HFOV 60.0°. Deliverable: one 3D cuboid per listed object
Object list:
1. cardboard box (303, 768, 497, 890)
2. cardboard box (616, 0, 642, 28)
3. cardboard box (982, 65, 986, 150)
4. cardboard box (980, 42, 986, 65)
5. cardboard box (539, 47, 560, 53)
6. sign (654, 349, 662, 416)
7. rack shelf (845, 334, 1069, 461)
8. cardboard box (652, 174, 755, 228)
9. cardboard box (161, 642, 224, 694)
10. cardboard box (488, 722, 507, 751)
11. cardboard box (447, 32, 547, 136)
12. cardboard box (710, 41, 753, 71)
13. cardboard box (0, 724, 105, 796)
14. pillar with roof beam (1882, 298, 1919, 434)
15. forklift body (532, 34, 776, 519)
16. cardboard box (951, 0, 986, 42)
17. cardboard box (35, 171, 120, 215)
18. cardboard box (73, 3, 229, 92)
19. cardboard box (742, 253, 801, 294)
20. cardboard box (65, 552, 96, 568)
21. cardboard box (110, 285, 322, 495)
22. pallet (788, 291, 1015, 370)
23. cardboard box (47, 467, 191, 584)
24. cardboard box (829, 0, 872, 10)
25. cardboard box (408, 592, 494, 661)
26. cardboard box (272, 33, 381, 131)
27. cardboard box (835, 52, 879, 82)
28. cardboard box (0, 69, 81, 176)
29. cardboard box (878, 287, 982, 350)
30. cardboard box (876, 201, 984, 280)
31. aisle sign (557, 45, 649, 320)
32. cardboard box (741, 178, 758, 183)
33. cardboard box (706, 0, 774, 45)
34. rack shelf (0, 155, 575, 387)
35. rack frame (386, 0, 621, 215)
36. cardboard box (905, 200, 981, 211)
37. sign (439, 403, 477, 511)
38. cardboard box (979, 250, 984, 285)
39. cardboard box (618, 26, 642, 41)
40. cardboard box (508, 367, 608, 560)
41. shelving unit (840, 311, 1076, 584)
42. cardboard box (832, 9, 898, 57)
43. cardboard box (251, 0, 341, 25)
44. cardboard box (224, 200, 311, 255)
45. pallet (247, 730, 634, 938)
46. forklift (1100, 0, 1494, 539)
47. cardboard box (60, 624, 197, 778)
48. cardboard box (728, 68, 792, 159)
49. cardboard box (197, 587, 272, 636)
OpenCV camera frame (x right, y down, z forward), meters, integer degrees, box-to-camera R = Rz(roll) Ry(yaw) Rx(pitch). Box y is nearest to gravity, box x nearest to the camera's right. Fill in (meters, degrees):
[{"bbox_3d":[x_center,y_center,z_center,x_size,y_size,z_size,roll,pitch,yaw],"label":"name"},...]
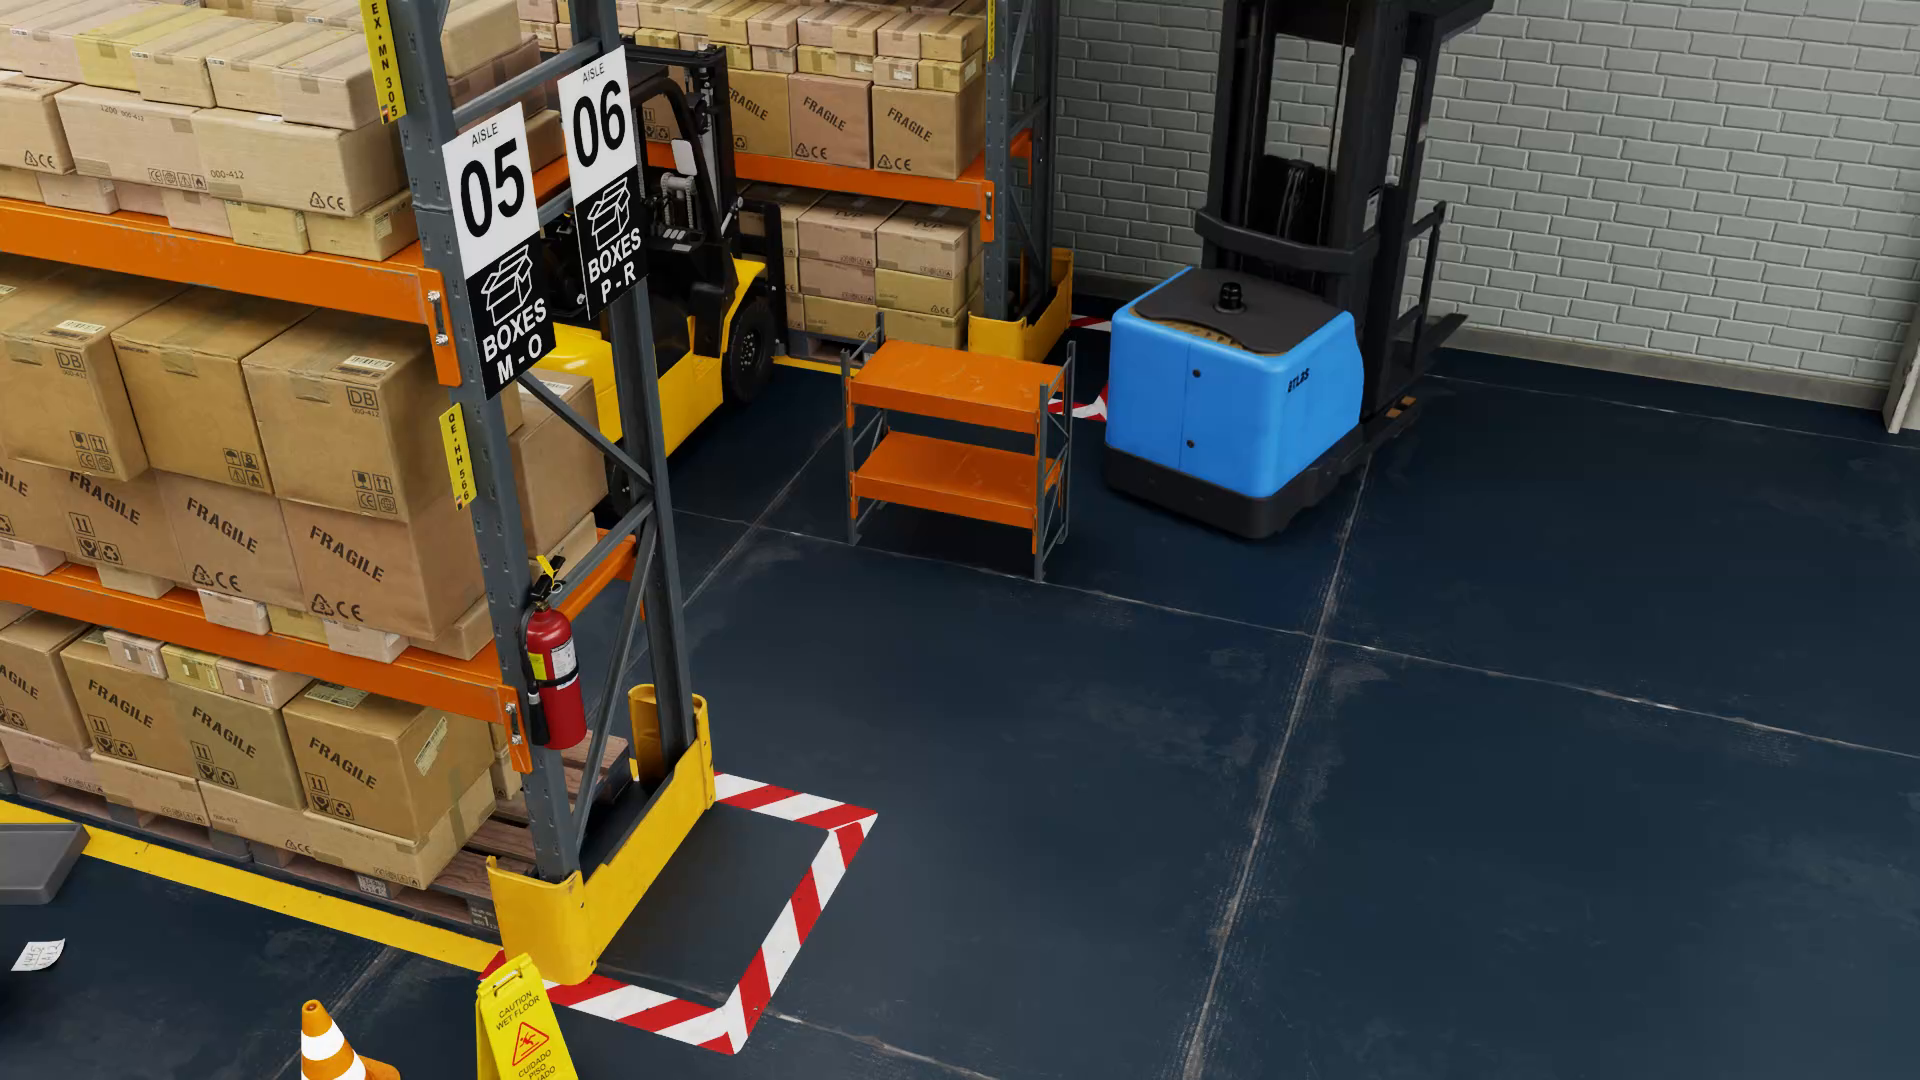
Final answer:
[{"bbox_3d":[-2.179,1.055,6.499,0.500,0.250,0.500,11,34,16],"label":"cardboard box"},{"bbox_3d":[-1.960,-3.211,9.993,0.250,0.149,0.380,11,34,16],"label":"cardboard box"},{"bbox_3d":[-0.006,-2.719,10.103,0.500,0.500,0.500,12,35,18],"label":"cardboard box"},{"bbox_3d":[0.134,-2.953,9.869,0.250,0.149,0.380,10,34,15],"label":"cardboard box"},{"bbox_3d":[-2.574,-2.917,10.410,0.500,0.500,0.500,12,35,17],"label":"cardboard box"},{"bbox_3d":[-1.122,-0.550,6.038,0.005,0.325,0.100,11,34,16],"label":"sign"},{"bbox_3d":[-0.006,-0.720,8.288,1.000,0.278,0.538,11,34,16],"label":"rack shelf"},{"bbox_3d":[-1.608,-2.085,10.440,0.500,0.250,0.500,10,34,15],"label":"cardboard box"},{"bbox_3d":[-2.751,0.388,6.242,0.250,0.149,0.380,12,35,17],"label":"cardboard box"},{"bbox_3d":[-1.993,0.462,6.726,0.500,0.500,0.500,10,34,15],"label":"cardboard box"},{"bbox_3d":[-1.688,-1.459,5.343,0.500,0.250,0.500,10,34,16],"label":"cardboard box"},{"bbox_3d":[-1.271,-2.901,9.788,0.250,0.149,0.380,11,35,17],"label":"cardboard box"},{"bbox_3d":[-3.599,0.771,6.938,0.500,0.250,0.500,11,34,16],"label":"cardboard box"},{"bbox_3d":[4.211,-2.256,3.948,0.400,9.000,9.100,11,34,16],"label":"pillar with roof beam"},{"bbox_3d":[-2.034,-1.503,9.095,1.214,2.155,2.313,11,34,16],"label":"forklift body"},{"bbox_3d":[0.122,-3.054,9.751,0.250,0.149,0.380,10,34,16],"label":"cardboard box"},{"bbox_3d":[-2.686,-1.183,5.283,0.250,0.149,0.380,11,34,16],"label":"cardboard box"},{"bbox_3d":[-2.420,-1.487,5.018,0.250,0.149,0.380,11,35,17],"label":"cardboard box"},{"bbox_3d":[-1.159,-1.786,10.438,0.500,0.250,0.500,10,34,15],"label":"cardboard box"},{"bbox_3d":[-3.161,-0.052,6.297,0.250,0.149,0.380,11,34,16],"label":"cardboard box"},{"bbox_3d":[-2.333,-0.575,5.586,0.500,0.500,0.700,11,35,17],"label":"cardboard box"},{"bbox_3d":[-0.368,-1.391,10.710,1.213,0.211,1.003,11,34,16],"label":"pallet"},{"bbox_3d":[-2.848,-0.222,5.962,0.500,0.500,0.500,11,34,16],"label":"cardboard box"},{"bbox_3d":[-0.594,-3.213,9.997,0.250,0.149,0.380,11,35,17],"label":"cardboard box"},{"bbox_3d":[-1.729,0.237,5.849,0.250,0.149,0.380,12,35,18],"label":"cardboard box"},{"bbox_3d":[-1.723,-1.310,4.744,0.250,0.149,0.380,11,35,17],"label":"cardboard box"},{"bbox_3d":[-0.529,-2.790,9.615,0.250,0.149,0.380,12,35,17],"label":"cardboard box"},{"bbox_3d":[-2.841,-1.372,5.209,0.500,0.250,0.500,12,35,18],"label":"cardboard box"},{"bbox_3d":[-0.183,-1.390,10.286,0.500,0.250,0.500,11,35,17],"label":"cardboard box"},{"bbox_3d":[-0.172,-1.811,10.015,0.500,0.250,0.500,12,35,18],"label":"cardboard box"},{"bbox_3d":[-1.142,-1.148,5.366,0.004,0.787,0.394,11,34,16],"label":"aisle sign"},{"bbox_3d":[-1.441,-2.354,10.857,0.500,0.250,0.500,10,34,16],"label":"cardboard box"},{"bbox_3d":[-1.277,-3.024,9.704,0.250,0.149,0.380,12,35,17],"label":"cardboard box"},{"bbox_3d":[-3.188,-1.233,5.792,4.000,0.370,1.077,11,34,16],"label":"rack shelf"},{"bbox_3d":[-1.305,-2.429,4.216,0.127,3.000,1.000,11,34,16],"label":"rack frame"},{"bbox_3d":[-0.022,-2.070,10.417,0.500,0.250,0.500,10,34,16],"label":"cardboard box"},{"bbox_3d":[-1.511,-0.249,5.011,0.005,0.325,0.100,11,34,16],"label":"sign"},{"bbox_3d":[-0.006,-1.868,10.564,0.500,0.250,0.500,12,35,17],"label":"cardboard box"},{"bbox_3d":[-1.993,-3.049,10.017,0.250,0.149,0.380,10,34,15],"label":"cardboard box"},{"bbox_3d":[-1.657,-0.304,6.090,0.500,0.500,0.500,10,34,16],"label":"cardboard box"},{"bbox_3d":[-0.006,-0.474,8.447,1.048,1.125,0.538,11,34,16],"label":"shelving unit"},{"bbox_3d":[-0.540,-2.905,9.520,0.250,0.149,0.380,12,35,18],"label":"cardboard box"},{"bbox_3d":[-2.028,-1.683,5.322,0.250,0.149,0.380,11,34,16],"label":"cardboard box"},{"bbox_3d":[-1.980,-1.015,5.023,0.250,0.149,0.380,11,35,17],"label":"cardboard box"},{"bbox_3d":[-2.129,1.082,6.880,1.213,0.211,1.003,11,34,16],"label":"pallet"},{"bbox_3d":[2.073,-1.977,9.110,1.130,2.935,3.031,23,39,31],"label":"forklift"},{"bbox_3d":[-3.112,0.551,6.587,0.500,0.500,0.500,10,34,15],"label":"cardboard box"},{"bbox_3d":[-1.153,-2.636,9.974,0.500,0.500,0.500,10,34,16],"label":"cardboard box"},{"bbox_3d":[-2.492,0.158,5.971,0.250,0.149,0.380,12,35,17],"label":"cardboard box"}]
